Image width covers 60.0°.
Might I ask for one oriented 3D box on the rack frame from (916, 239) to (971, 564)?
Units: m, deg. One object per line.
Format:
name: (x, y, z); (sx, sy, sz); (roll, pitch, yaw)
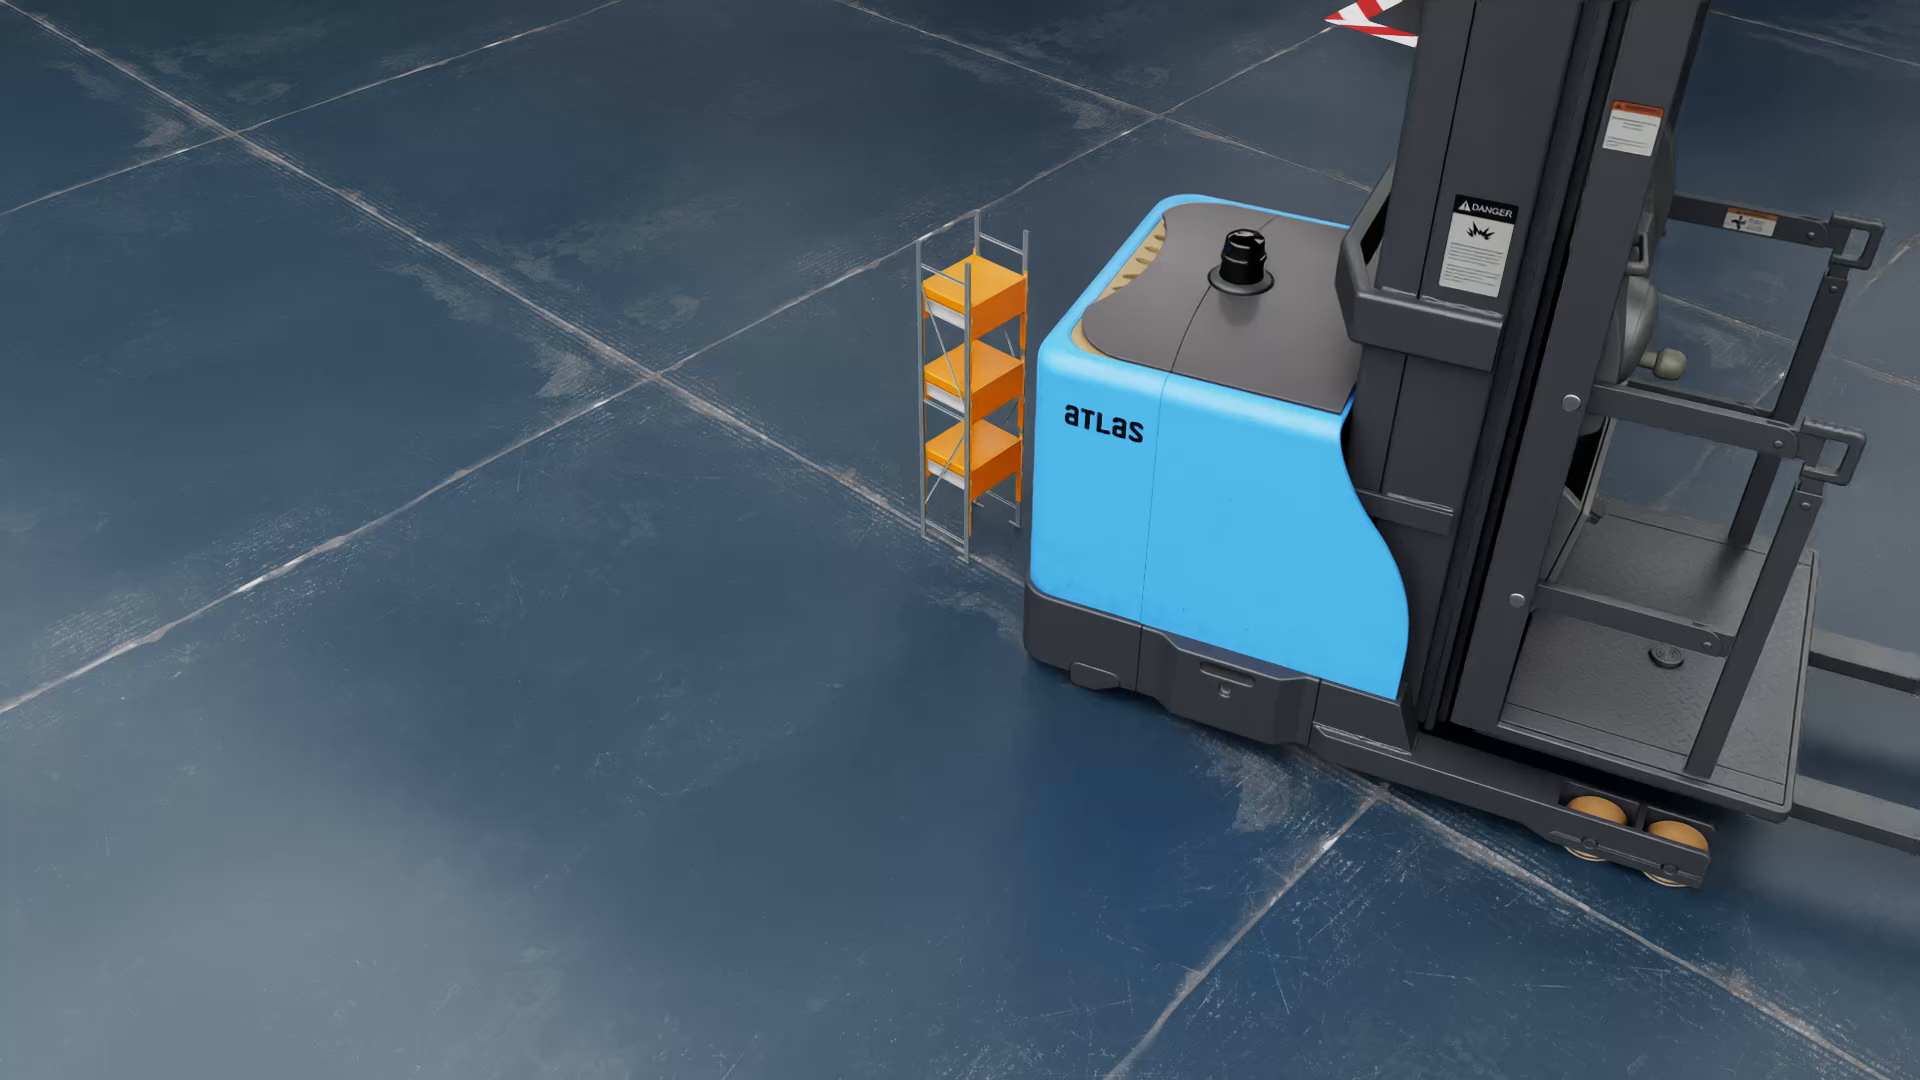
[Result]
rack frame: (-0.046, -0.379, 4.884); (0.200, 1.050, 0.008); (30, 47, 32)

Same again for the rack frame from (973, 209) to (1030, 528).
rack frame: (0.118, -0.492, 5.025); (0.200, 1.050, 0.008); (30, 47, 32)

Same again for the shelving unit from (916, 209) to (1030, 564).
shelving unit: (0.036, -0.435, 4.954); (0.215, 1.050, 0.252); (30, 47, 32)

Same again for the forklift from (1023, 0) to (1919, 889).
forklift: (1.738, -0.660, 3.725); (3.031, 2.935, 1.130); (17, 41, 20)

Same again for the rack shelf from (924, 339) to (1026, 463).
rack shelf: (0.036, -0.427, 4.961); (0.215, 0.259, 0.240); (30, 47, 32)

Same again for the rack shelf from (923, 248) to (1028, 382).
rack shelf: (0.036, -0.649, 4.784); (0.215, 0.259, 0.240); (30, 47, 32)

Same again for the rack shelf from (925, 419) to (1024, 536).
rack shelf: (0.036, -0.210, 5.134); (0.215, 0.259, 0.240); (30, 47, 32)
